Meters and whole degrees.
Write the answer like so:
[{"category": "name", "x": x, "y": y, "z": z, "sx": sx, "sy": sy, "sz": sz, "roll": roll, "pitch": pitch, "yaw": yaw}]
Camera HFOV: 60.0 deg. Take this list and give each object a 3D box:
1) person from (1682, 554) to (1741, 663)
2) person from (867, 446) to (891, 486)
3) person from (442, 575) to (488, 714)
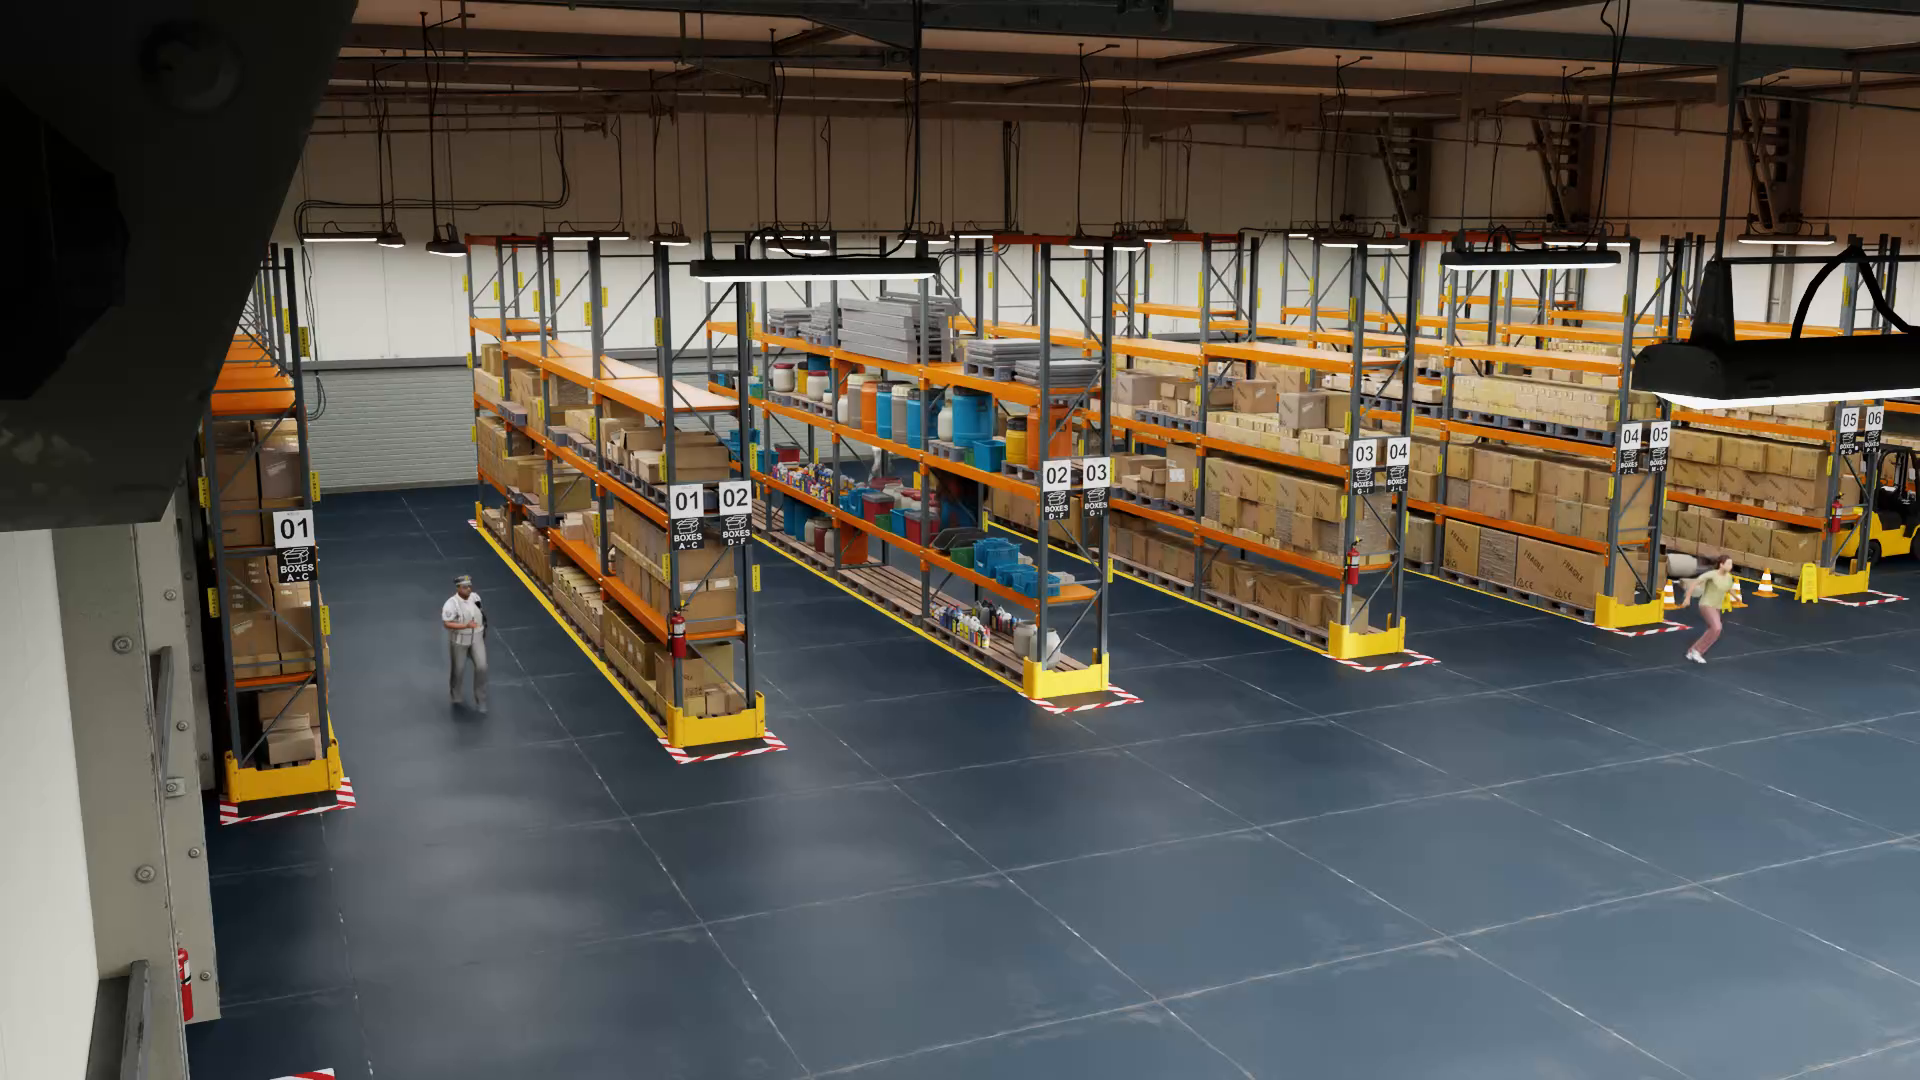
[{"category": "person", "x": 10.886, "y": 0.997, "z": 23.955, "sx": 0.753, "sy": 1.584, "sz": 0.603, "roll": -7, "pitch": 13, "yaw": -34}, {"category": "person", "x": -1.856, "y": -2.054, "z": 38.994, "sx": 0.723, "sy": 1.801, "sz": 0.615, "roll": -2, "pitch": 11, "yaw": -12}, {"category": "person", "x": -6.423, "y": 1.348, "z": 21.600, "sx": 0.608, "sy": 1.833, "sz": 0.876, "roll": -8, "pitch": 13, "yaw": -35}]
